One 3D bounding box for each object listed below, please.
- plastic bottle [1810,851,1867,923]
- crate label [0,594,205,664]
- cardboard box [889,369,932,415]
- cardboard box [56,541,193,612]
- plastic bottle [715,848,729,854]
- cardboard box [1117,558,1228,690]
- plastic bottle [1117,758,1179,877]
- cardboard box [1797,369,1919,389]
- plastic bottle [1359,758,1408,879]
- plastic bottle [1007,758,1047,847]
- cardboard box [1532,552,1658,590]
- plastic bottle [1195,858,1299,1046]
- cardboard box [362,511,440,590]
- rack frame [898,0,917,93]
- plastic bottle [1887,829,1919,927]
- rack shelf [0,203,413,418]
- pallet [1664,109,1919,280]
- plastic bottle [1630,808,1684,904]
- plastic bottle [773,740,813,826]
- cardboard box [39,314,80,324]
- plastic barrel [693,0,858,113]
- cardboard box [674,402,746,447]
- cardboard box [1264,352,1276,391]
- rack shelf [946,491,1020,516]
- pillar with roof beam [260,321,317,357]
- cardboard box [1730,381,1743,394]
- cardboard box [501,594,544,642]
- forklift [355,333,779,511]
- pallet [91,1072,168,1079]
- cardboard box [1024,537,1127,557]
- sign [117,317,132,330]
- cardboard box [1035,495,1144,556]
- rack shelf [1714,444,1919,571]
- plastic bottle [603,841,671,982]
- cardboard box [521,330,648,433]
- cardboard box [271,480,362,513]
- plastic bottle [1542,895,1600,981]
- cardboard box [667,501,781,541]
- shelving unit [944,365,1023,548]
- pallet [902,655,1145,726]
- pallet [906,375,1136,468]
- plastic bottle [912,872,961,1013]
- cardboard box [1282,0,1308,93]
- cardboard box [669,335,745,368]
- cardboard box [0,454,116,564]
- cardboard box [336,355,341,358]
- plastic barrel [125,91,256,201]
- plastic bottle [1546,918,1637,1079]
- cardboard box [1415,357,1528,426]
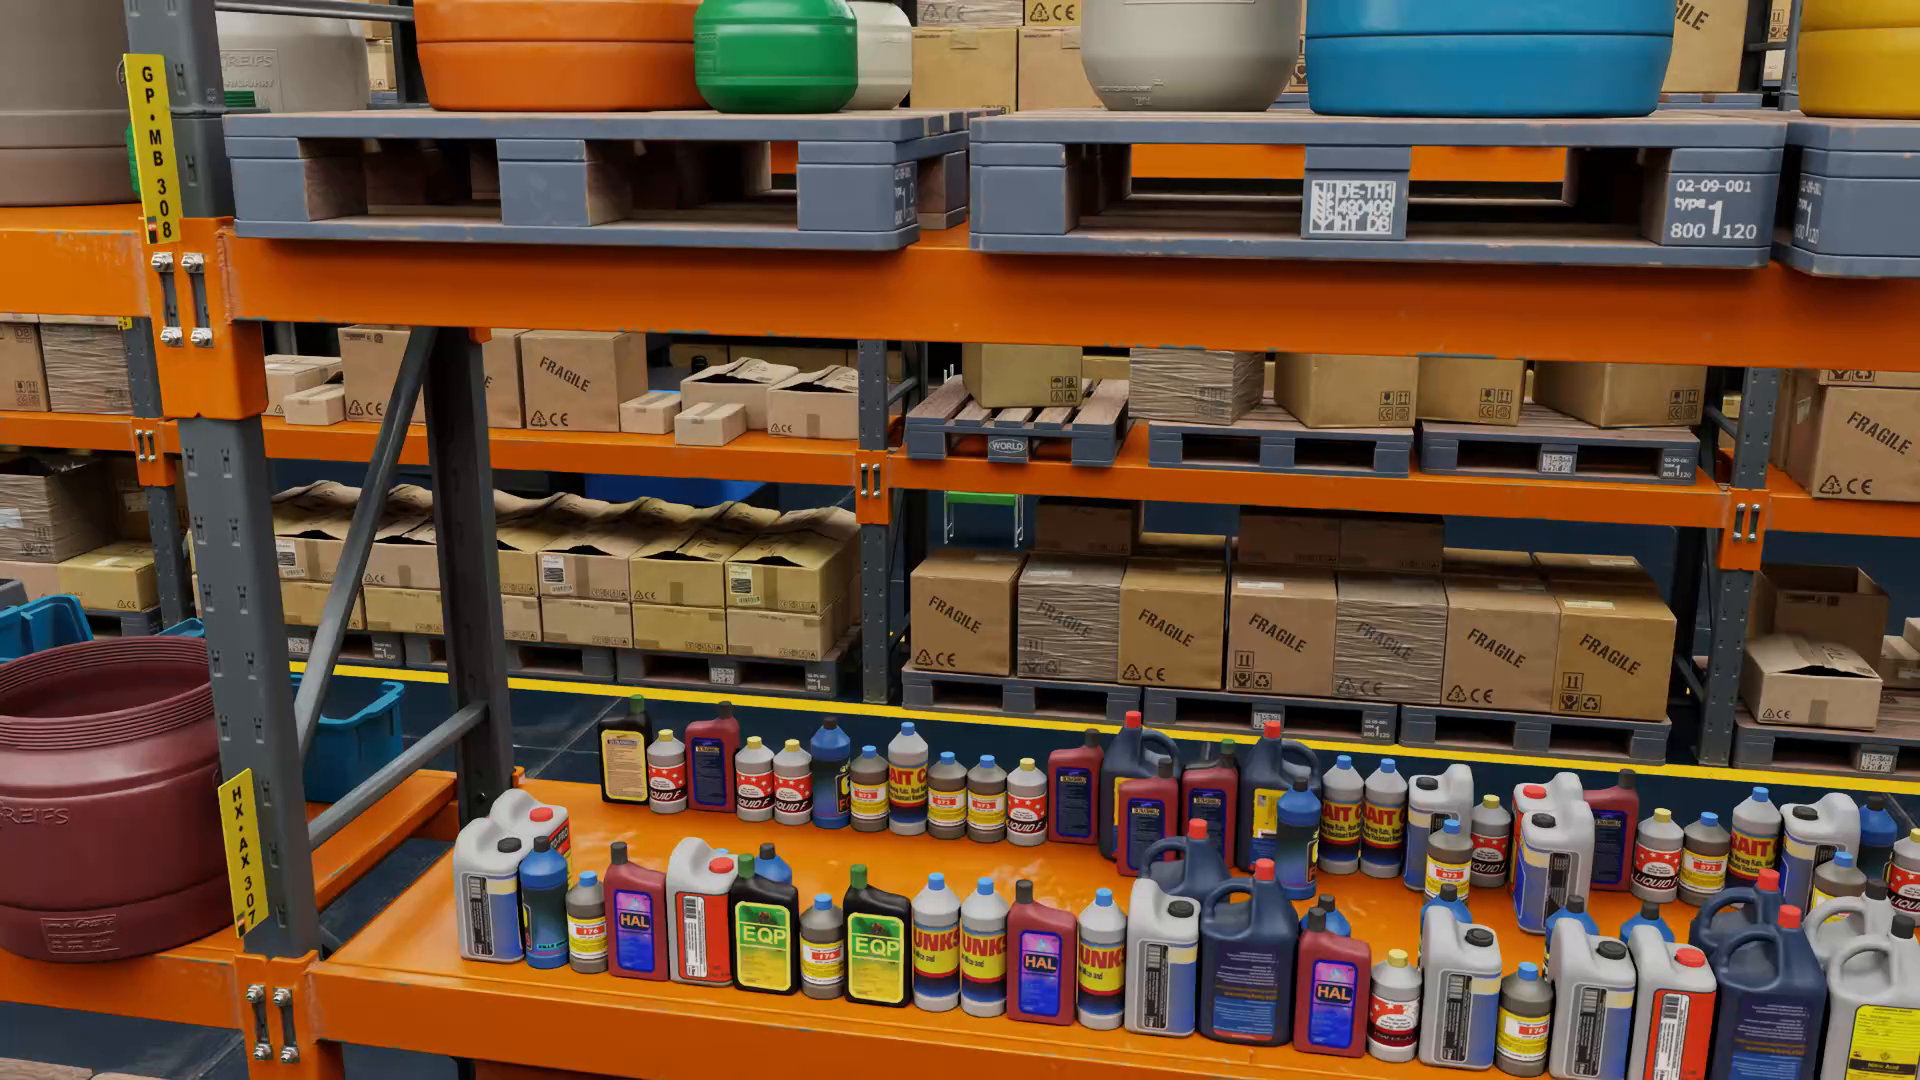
[{"bbox_3d":[1.853,0.757,3.512,0.097,0.201,0.097,0,15,0],"label":"plastic bottle"},{"bbox_3d":[-2.244,0.418,4.297,0.616,0.435,0.502,3,16,11],"label":"crate label"},{"bbox_3d":[-0.547,-1.123,13.784,0.500,0.500,0.700,3,16,11],"label":"cardboard box"},{"bbox_3d":[-4.751,0.206,9.495,0.500,0.250,0.500,3,16,11],"label":"cardboard box"},{"bbox_3d":[-0.504,0.753,3.526,0.097,0.201,0.097,0,15,0],"label":"plastic bottle"},{"bbox_3d":[1.061,0.409,8.254,0.500,0.500,0.500,3,16,10],"label":"cardboard box"},{"bbox_3d":[0.430,0.633,3.805,0.133,0.283,0.061,3,16,11],"label":"plastic bottle"},{"bbox_3d":[3.992,-0.955,7.262,0.500,0.500,0.500,4,16,13],"label":"cardboard box"},{"bbox_3d":[0.975,0.634,3.824,0.097,0.271,0.097,0,15,0],"label":"plastic bottle"},{"bbox_3d":[0.161,0.624,3.993,0.097,0.201,0.097,0,15,0],"label":"plastic bottle"},{"bbox_3d":[3.161,0.379,8.363,0.500,0.500,0.500,2,16,9],"label":"cardboard box"},{"bbox_3d":[0.550,0.773,3.173,0.185,0.351,0.144,3,16,11],"label":"plastic bottle"},{"bbox_3d":[-2.901,0.045,9.023,0.500,0.311,0.500,3,16,9],"label":"cardboard box"},{"bbox_3d":[-0.333,-3.628,7.732,0.127,3.000,1.000,3,16,11],"label":"rack frame"},{"bbox_3d":[2.074,0.728,3.618,0.097,0.201,0.097,0,15,0],"label":"plastic bottle"},{"bbox_3d":[-3.284,-0.646,3.935,4.000,0.370,1.077,3,16,11],"label":"rack shelf"},{"bbox_3d":[1.808,-0.599,2.771,1.003,0.211,1.213,3,16,11],"label":"pallet"},{"bbox_3d":[1.561,0.700,3.718,0.097,0.201,0.097,0,15,0],"label":"plastic bottle"},{"bbox_3d":[-0.412,0.593,4.105,0.097,0.201,0.097,0,15,0],"label":"plastic bottle"},{"bbox_3d":[-4.804,-1.282,9.100,0.250,0.149,0.380,3,16,10],"label":"cardboard box"},{"bbox_3d":[-0.331,-0.898,2.999,0.294,0.245,0.294,0,15,0],"label":"plastic barrel"},{"bbox_3d":[-1.270,-0.591,8.478,0.250,0.149,0.380,3,16,11],"label":"cardboard box"},{"bbox_3d":[2.202,-1.078,13.003,0.750,0.750,0.750,3,16,11],"label":"cardboard box"},{"bbox_3d":[0.162,-0.277,11.381,0.480,0.148,0.258,3,16,11],"label":"rack shelf"},{"bbox_3d":[-7.189,-4.412,10.564,0.400,9.000,9.100,3,16,11],"label":"pillar with roof beam"},{"bbox_3d":[5.955,-1.082,12.460,0.250,0.149,0.380,3,16,9],"label":"cardboard box"},{"bbox_3d":[-2.400,0.341,9.006,0.500,0.250,0.500,3,16,12],"label":"cardboard box"},{"bbox_3d":[-2.884,-1.551,11.602,3.031,2.935,1.130,3,16,12],"label":"forklift"},{"bbox_3d":[-2.075,1.851,4.413,1.213,0.211,1.003,3,16,11],"label":"pallet"},{"bbox_3d":[0.630,0.244,8.850,0.500,0.500,0.500,4,16,13],"label":"cardboard box"},{"bbox_3d":[-4.362,-1.260,8.650,0.005,0.325,0.100,3,16,11],"label":"sign"},{"bbox_3d":[0.686,-0.115,8.743,0.500,0.250,0.500,4,16,13],"label":"cardboard box"},{"bbox_3d":[5.546,-0.071,7.477,4.000,0.370,1.077,3,16,11],"label":"rack shelf"},{"bbox_3d":[-0.651,0.752,3.377,0.133,0.283,0.061,3,16,11],"label":"plastic bottle"},{"bbox_3d":[-1.981,-0.870,8.826,0.500,0.500,0.500,2,16,8],"label":"cardboard box"},{"bbox_3d":[-3.799,-0.151,9.730,0.500,0.311,0.500,3,16,11],"label":"cardboard box"},{"bbox_3d":[1.168,0.810,3.189,0.097,0.271,0.097,0,15,0],"label":"plastic bottle"},{"bbox_3d":[-1.304,-0.015,9.240,0.500,0.311,0.500,3,16,10],"label":"cardboard box"},{"bbox_3d":[0.162,-0.569,11.300,0.503,1.200,0.258,3,16,11],"label":"shelving unit"},{"bbox_3d":[0.391,0.657,8.726,1.213,0.211,1.003,3,16,11],"label":"pallet"},{"bbox_3d":[0.345,-0.627,8.495,1.003,0.211,1.213,3,16,11],"label":"pallet"},{"bbox_3d":[-0.046,0.786,3.278,0.097,0.271,0.097,0,15,0],"label":"plastic bottle"},{"bbox_3d":[1.800,-2.385,7.701,0.600,0.600,0.600,2,16,9],"label":"cardboard box"},{"bbox_3d":[-2.113,-1.557,13.948,0.500,0.250,0.500,3,16,10],"label":"cardboard box"},{"bbox_3d":[-5.239,-0.185,9.502,0.500,0.500,0.500,3,16,11],"label":"cardboard box"},{"bbox_3d":[-5.262,-1.323,14.508,0.500,0.500,0.700,2,16,8],"label":"cardboard box"},{"bbox_3d":[-1.576,-0.812,3.475,0.294,0.245,0.294,0,15,0],"label":"plastic barrel"},{"bbox_3d":[1.161,0.842,3.067,0.135,0.276,0.152,3,16,11],"label":"plastic bottle"},{"bbox_3d":[2.480,-0.878,8.070,0.500,0.500,0.700,6,16,20],"label":"cardboard box"}]
